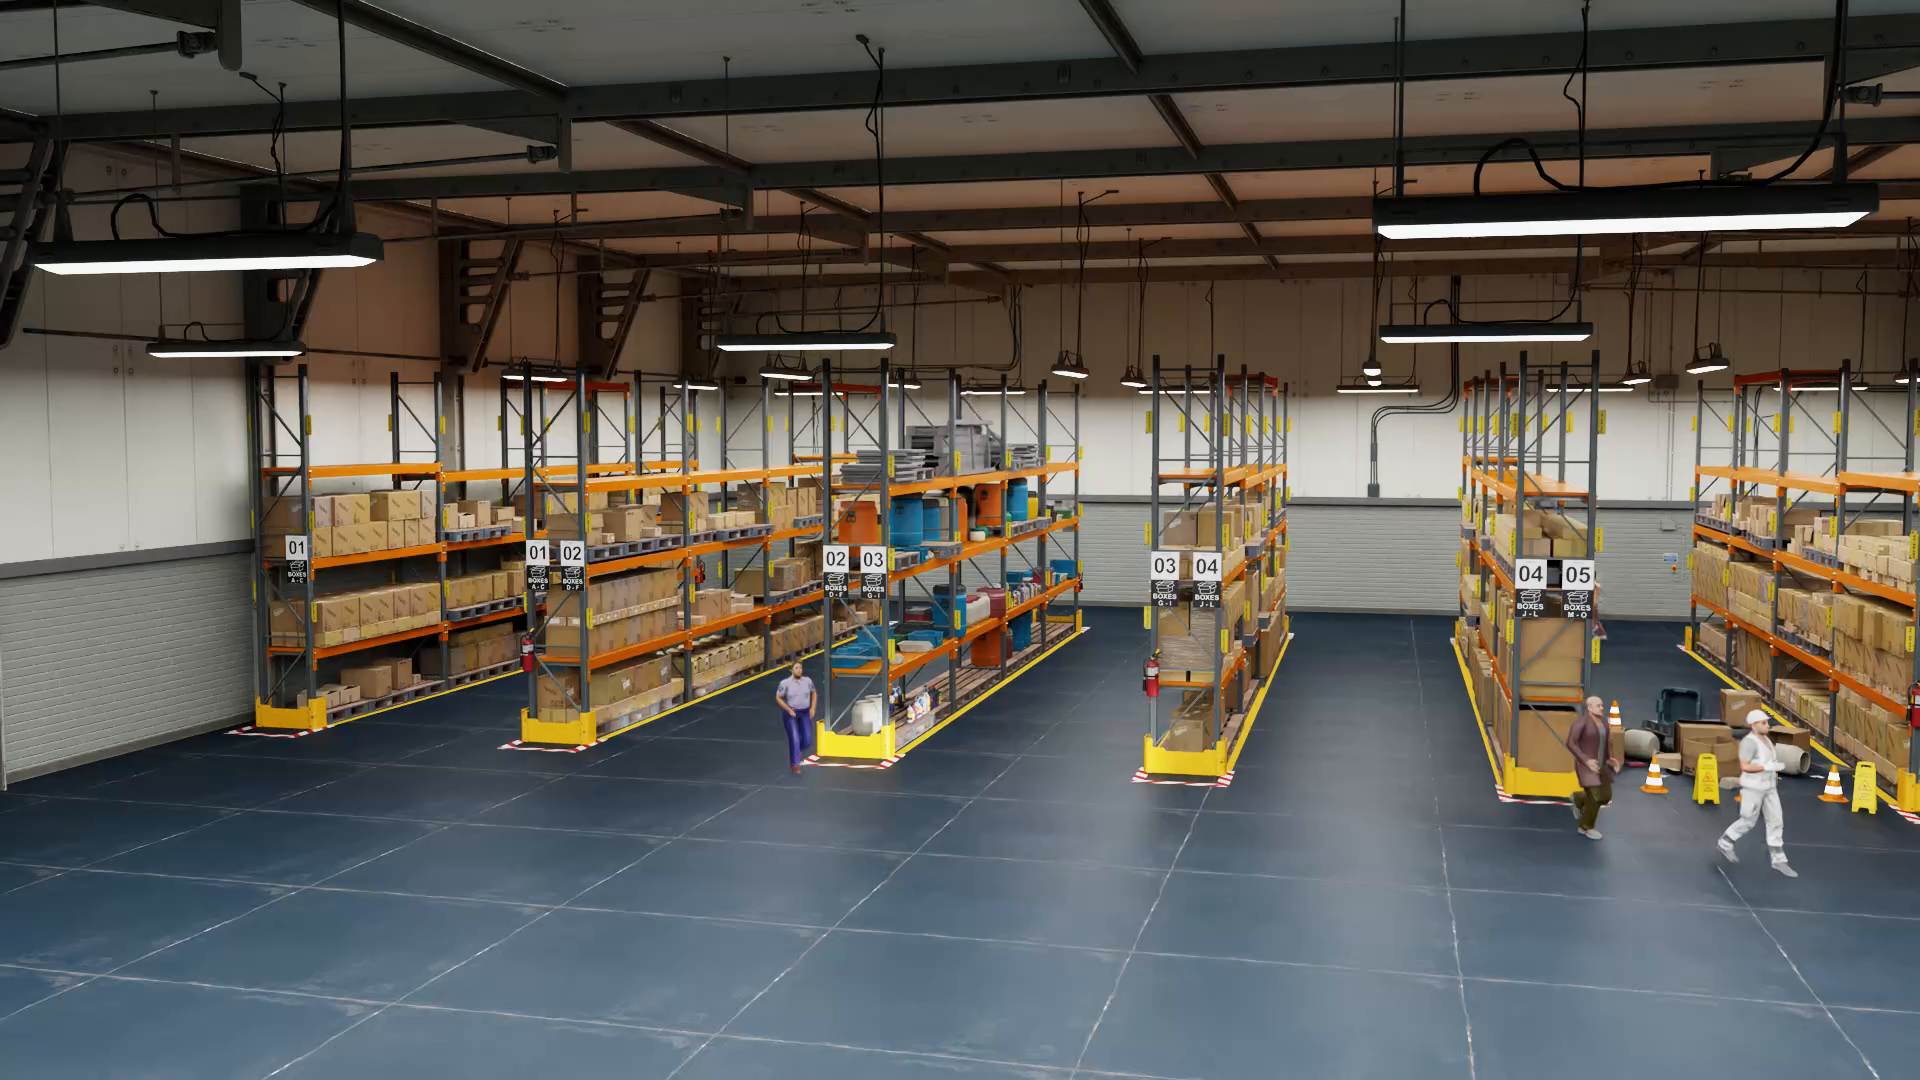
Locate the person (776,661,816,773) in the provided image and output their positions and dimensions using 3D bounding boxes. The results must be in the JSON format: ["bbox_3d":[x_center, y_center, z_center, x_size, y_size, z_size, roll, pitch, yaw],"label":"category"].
[{"bbox_3d":[-2.367,2.545,24.111,0.637,1.608,0.591,-2,4,-26],"label":"person"}]

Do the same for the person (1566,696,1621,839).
[{"bbox_3d":[7.656,2.751,20.290,0.694,1.727,0.673,-2,4,-28],"label":"person"}]

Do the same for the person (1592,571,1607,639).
[{"bbox_3d":[14.681,1.501,38.702,0.746,1.615,0.591,2,4,24],"label":"person"}]

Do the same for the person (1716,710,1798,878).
[{"bbox_3d":[8.919,2.796,18.576,0.645,1.804,0.901,-3,5,-33],"label":"person"}]
